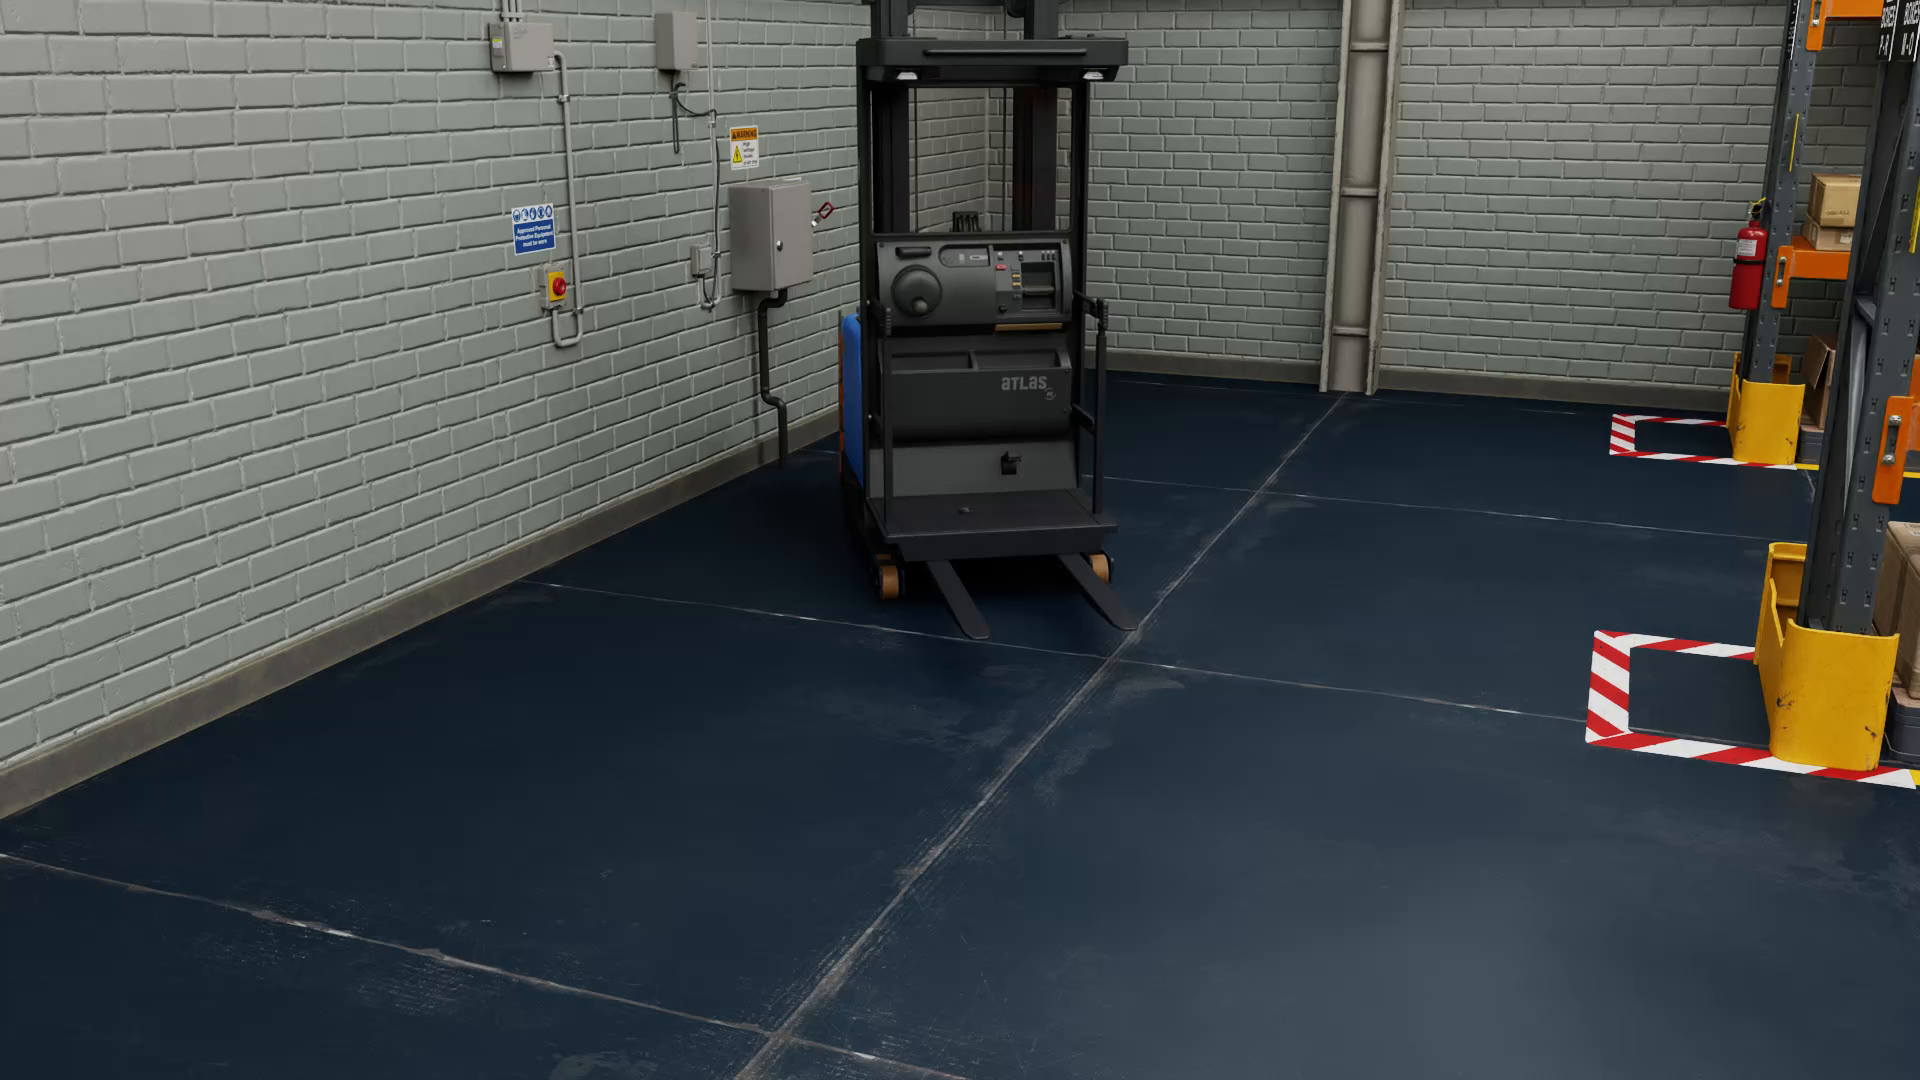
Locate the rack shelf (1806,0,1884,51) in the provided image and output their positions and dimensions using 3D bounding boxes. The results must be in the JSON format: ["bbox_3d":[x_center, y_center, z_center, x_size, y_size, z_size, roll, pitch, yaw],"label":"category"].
[{"bbox_3d":[6.983,-2.962,9.406,4.000,0.370,1.077,6,17,21],"label":"rack shelf"}]

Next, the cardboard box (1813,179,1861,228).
[{"bbox_3d":[5.446,-2.026,10.008,0.500,0.250,0.500,6,17,21],"label":"cardboard box"}]

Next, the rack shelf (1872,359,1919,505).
[{"bbox_3d":[5.166,-0.234,5.389,4.000,0.370,1.077,6,17,21],"label":"rack shelf"}]

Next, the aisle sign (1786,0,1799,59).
[{"bbox_3d":[4.952,-3.251,9.828,0.004,0.787,0.394,6,17,21],"label":"aisle sign"}]

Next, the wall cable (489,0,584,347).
[{"bbox_3d":[-1.949,-1.858,7.813,0.123,1.953,0.585,6,17,21],"label":"wall cable"}]

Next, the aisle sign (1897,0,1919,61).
[{"bbox_3d":[3.132,-1.964,5.397,0.004,0.787,0.394,6,17,21],"label":"aisle sign"}]

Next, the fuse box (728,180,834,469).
[{"bbox_3d":[-1.042,-1.266,9.964,0.414,1.711,0.539,6,17,21],"label":"fuse box"}]

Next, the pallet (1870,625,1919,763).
[{"bbox_3d":[4.078,0.617,6.170,1.213,0.211,1.003,6,17,21],"label":"pallet"}]

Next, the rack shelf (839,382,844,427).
[{"bbox_3d":[-0.530,-0.774,9.484,0.240,0.259,0.215,10,18,29],"label":"rack shelf"}]

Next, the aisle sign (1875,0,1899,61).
[{"bbox_3d":[3.352,-2.120,5.933,0.004,0.787,0.394,6,17,21],"label":"aisle sign"}]

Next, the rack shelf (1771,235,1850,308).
[{"bbox_3d":[6.983,-1.521,9.825,4.000,0.370,1.077,6,17,21],"label":"rack shelf"}]

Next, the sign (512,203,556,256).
[{"bbox_3d":[-2.024,-1.478,7.900,0.001,0.218,0.327,6,17,21],"label":"sign"}]

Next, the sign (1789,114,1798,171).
[{"bbox_3d":[4.924,-2.347,9.824,0.005,0.325,0.100,6,17,21],"label":"sign"}]

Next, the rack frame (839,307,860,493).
[{"bbox_3d":[-0.634,-0.802,9.541,0.008,1.050,0.200,10,18,29],"label":"rack frame"}]

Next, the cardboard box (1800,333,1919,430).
[{"bbox_3d":[5.657,-0.987,10.418,0.637,0.503,0.797,6,17,18],"label":"cardboard box"}]

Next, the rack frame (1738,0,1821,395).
[{"bbox_3d":[5.123,-2.072,10.429,0.127,3.000,1.000,6,17,21],"label":"rack frame"}]

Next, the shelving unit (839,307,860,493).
[{"bbox_3d":[-0.530,-0.784,9.482,0.252,1.050,0.215,10,18,29],"label":"shelving unit"}]

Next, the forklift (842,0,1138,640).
[{"bbox_3d":[0.111,-1.237,7.677,1.130,2.935,3.031,-3,16,-10],"label":"forklift"}]

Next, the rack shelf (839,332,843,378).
[{"bbox_3d":[-0.526,-1.047,9.408,0.240,0.259,0.215,10,18,29],"label":"rack shelf"}]

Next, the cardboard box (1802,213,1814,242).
[{"bbox_3d":[5.530,-1.987,10.587,0.250,0.149,0.380,6,17,20],"label":"cardboard box"}]

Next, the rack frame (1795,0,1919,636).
[{"bbox_3d":[3.305,-0.784,5.993,0.127,3.000,1.000,6,17,21],"label":"rack frame"}]

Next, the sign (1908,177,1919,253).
[{"bbox_3d":[3.096,-1.094,5.368,0.005,0.325,0.100,6,17,21],"label":"sign"}]

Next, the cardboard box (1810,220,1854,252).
[{"bbox_3d":[5.328,-1.846,10.103,0.250,0.149,0.380,6,17,20],"label":"cardboard box"}]

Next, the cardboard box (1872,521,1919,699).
[{"bbox_3d":[3.956,0.287,6.149,0.875,0.438,0.875,6,17,19],"label":"cardboard box"}]

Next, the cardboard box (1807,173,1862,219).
[{"bbox_3d":[5.648,-2.164,10.483,0.500,0.250,0.500,7,18,22],"label":"cardboard box"}]

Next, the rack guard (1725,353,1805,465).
[{"bbox_3d":[5.194,-0.863,10.751,0.348,0.500,1.175,6,17,21],"label":"rack guard"}]

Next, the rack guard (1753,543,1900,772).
[{"bbox_3d":[3.283,0.414,6.350,0.348,0.500,1.175,6,17,21],"label":"rack guard"}]

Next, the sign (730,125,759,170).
[{"bbox_3d":[-1.255,-2.288,9.693,0.001,0.242,0.339,6,17,21],"label":"sign"}]

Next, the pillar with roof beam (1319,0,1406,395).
[{"bbox_3d":[1.366,-4.346,7.502,0.400,9.000,9.100,6,17,21],"label":"pillar with roof beam"}]

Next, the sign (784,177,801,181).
[{"bbox_3d":[-1.054,-1.988,10.312,0.001,0.494,0.329,6,17,21],"label":"sign"}]

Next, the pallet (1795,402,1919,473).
[{"bbox_3d":[5.936,-0.643,10.511,1.213,0.211,1.003,6,17,21],"label":"pallet"}]

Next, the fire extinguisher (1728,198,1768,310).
[{"bbox_3d":[4.816,-1.750,10.131,0.183,0.674,0.296,6,17,21],"label":"fire extinguisher"}]

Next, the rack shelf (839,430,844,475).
[{"bbox_3d":[-0.534,-0.506,9.560,0.240,0.259,0.215,10,18,29],"label":"rack shelf"}]

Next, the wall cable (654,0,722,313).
[{"bbox_3d":[-1.439,-2.211,9.089,0.122,1.984,0.588,6,17,21],"label":"wall cable"}]
